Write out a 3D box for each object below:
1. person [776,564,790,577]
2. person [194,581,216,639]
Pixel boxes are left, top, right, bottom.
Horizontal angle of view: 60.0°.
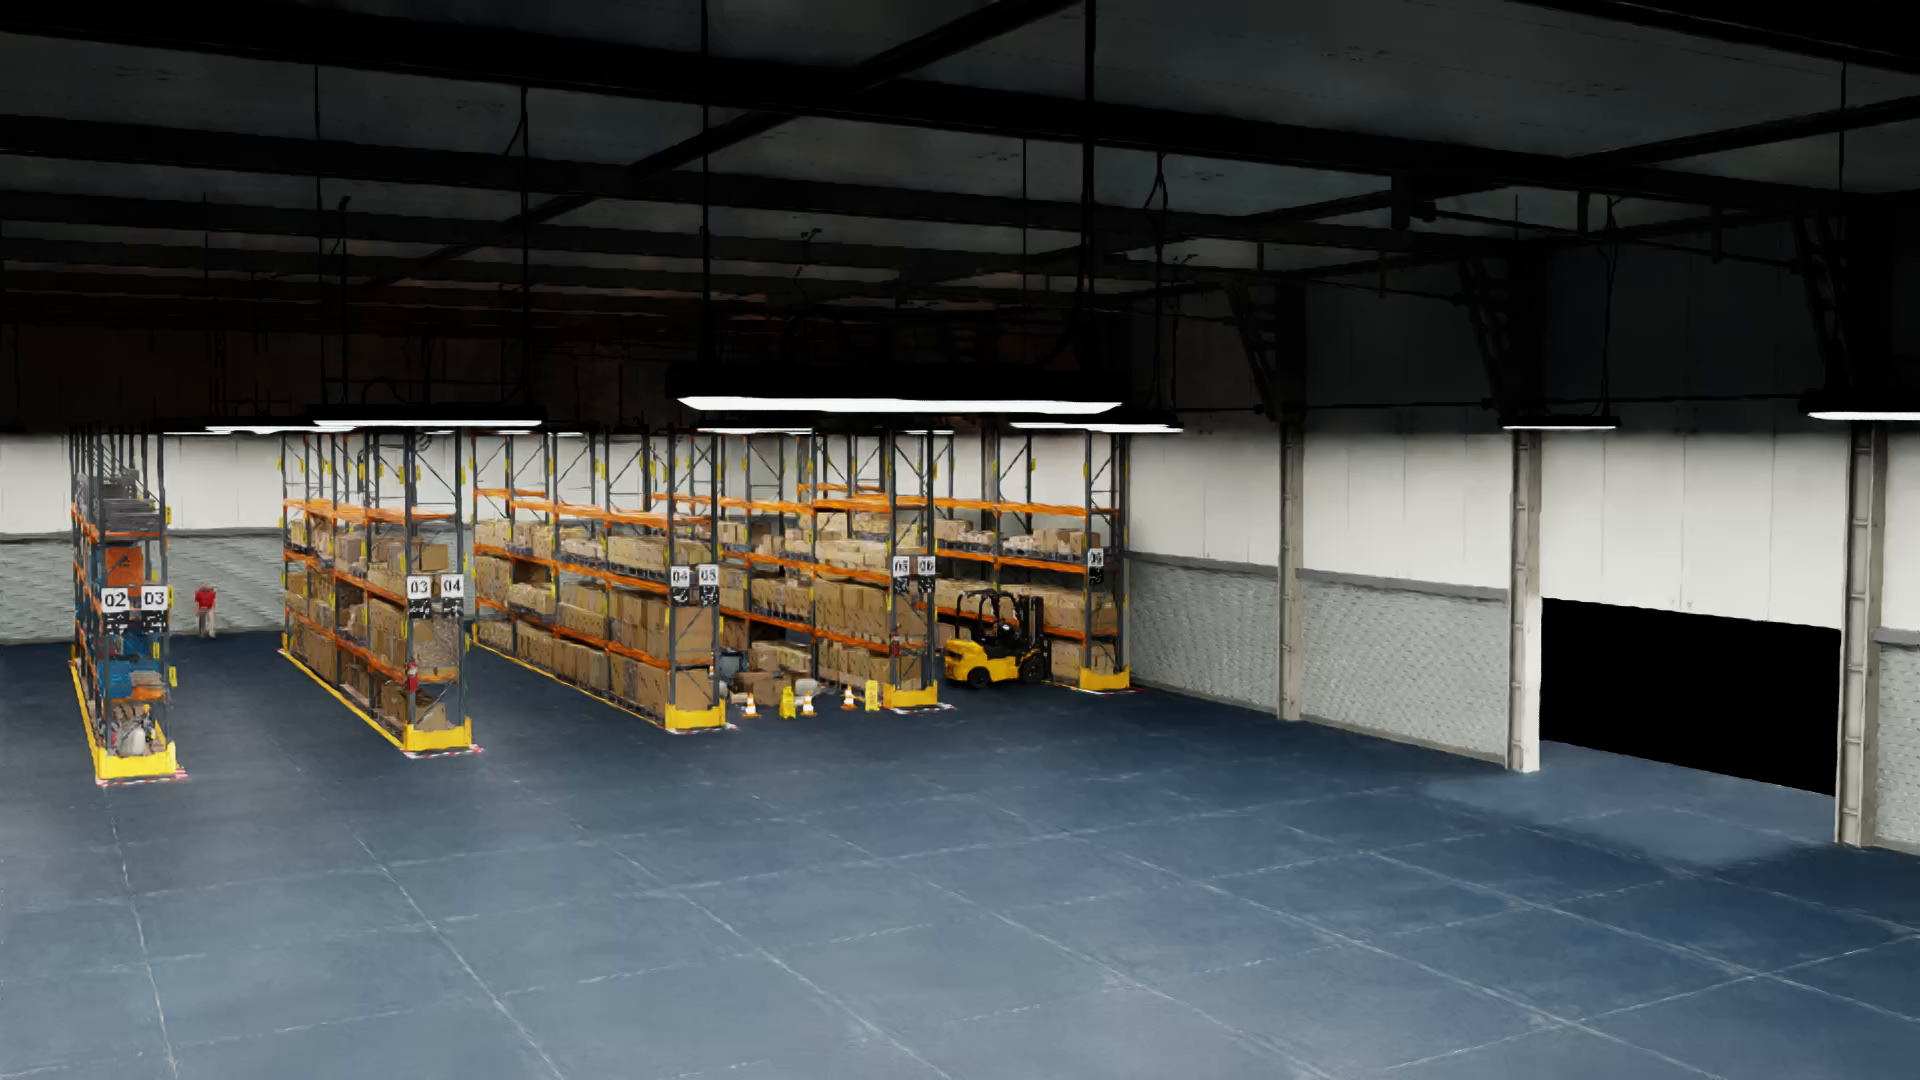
[{"bbox_3d":[-5.912,1.409,55.603,0.577,1.782,0.579,2,4,28],"label":"person"},{"bbox_3d":[-21.408,1.973,47.164,0.542,1.642,1.126,-2,4,-27],"label":"person"}]
